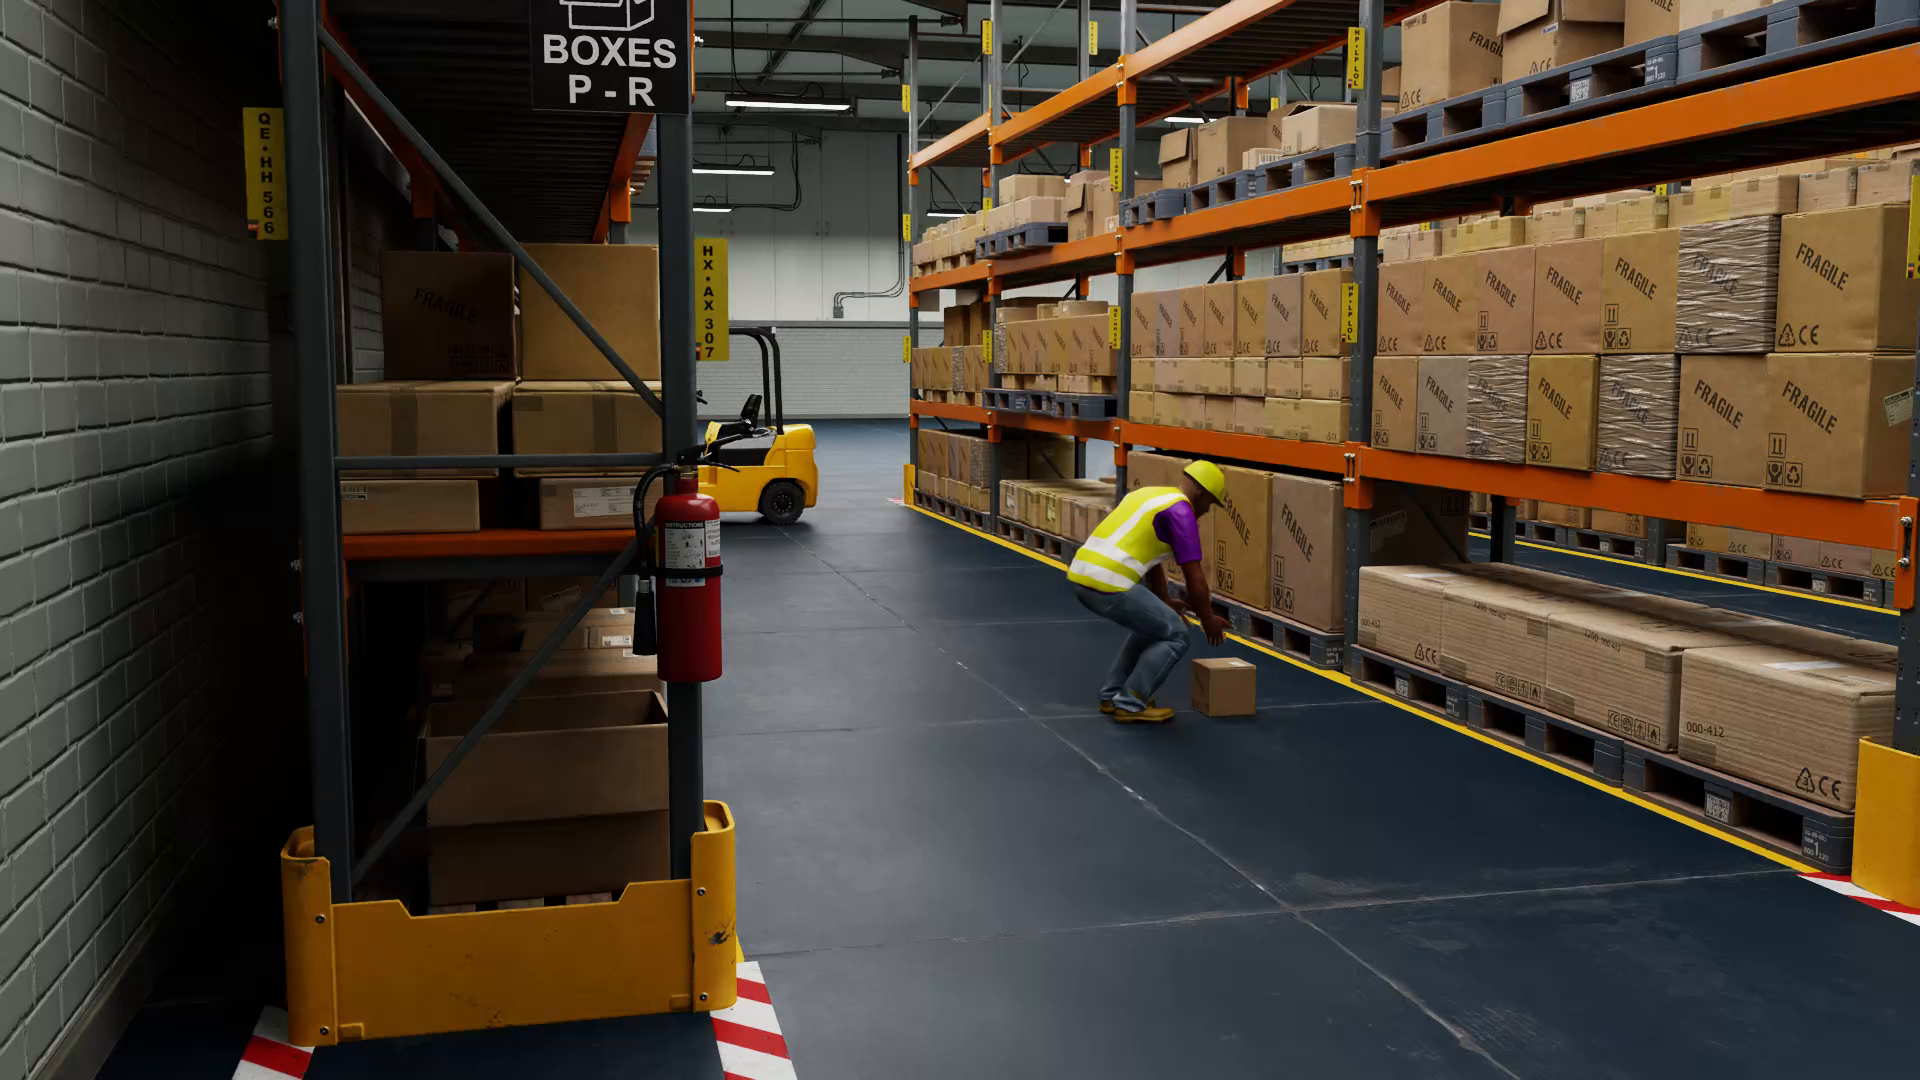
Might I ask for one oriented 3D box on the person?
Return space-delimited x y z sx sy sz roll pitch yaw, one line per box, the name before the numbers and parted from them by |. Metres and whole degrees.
person | 0.942 0.243 8.356 0.817 1.283 0.627 -1 6 -14
